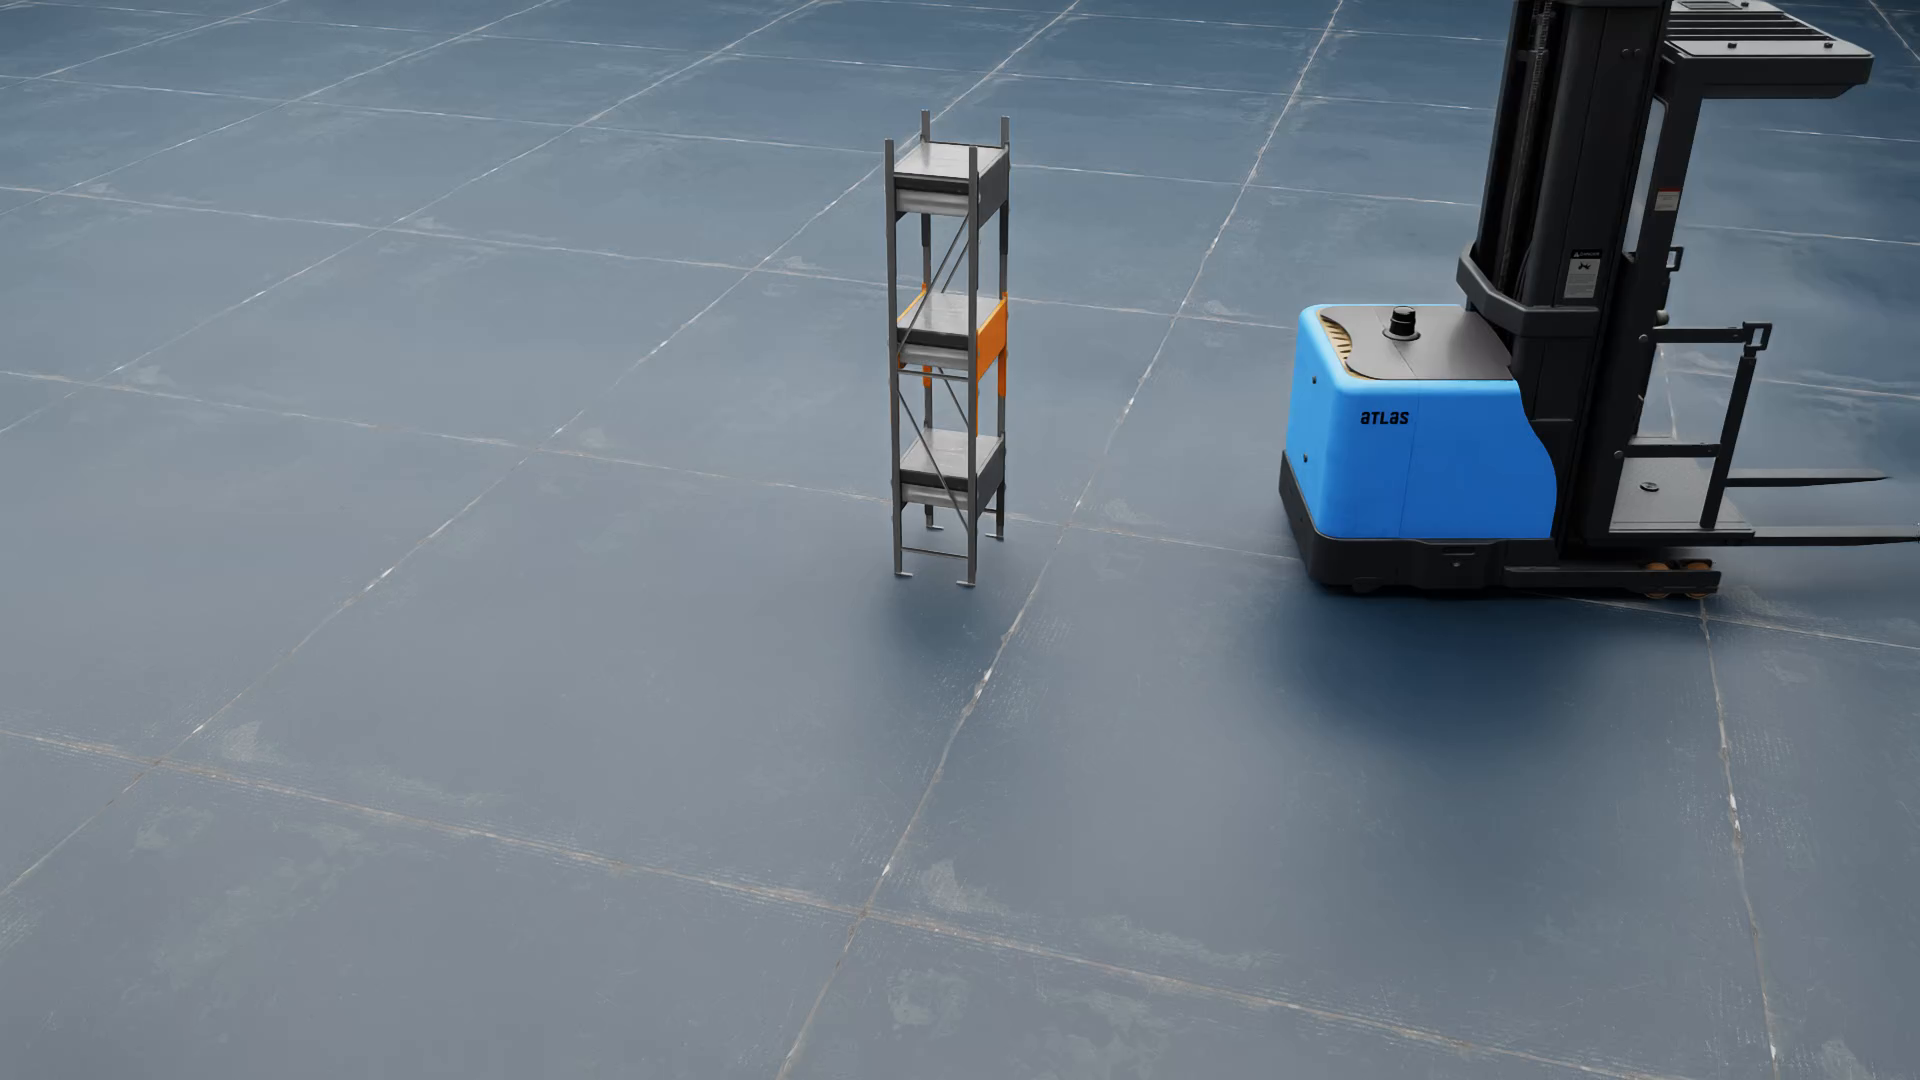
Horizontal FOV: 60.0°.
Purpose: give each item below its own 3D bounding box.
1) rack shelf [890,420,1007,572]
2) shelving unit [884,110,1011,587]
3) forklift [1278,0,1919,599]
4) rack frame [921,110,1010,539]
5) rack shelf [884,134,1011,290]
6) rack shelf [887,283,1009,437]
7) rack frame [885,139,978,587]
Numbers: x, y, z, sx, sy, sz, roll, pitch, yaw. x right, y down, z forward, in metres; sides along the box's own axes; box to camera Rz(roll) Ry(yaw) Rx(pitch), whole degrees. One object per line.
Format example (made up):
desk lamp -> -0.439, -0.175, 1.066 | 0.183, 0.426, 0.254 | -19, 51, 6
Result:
rack shelf -> -0.049, -0.217, 7.948 | 0.431, 0.518, 0.480 | 8, 30, 15
shelving unit -> -0.049, -0.841, 7.601 | 0.431, 2.100, 0.503 | 8, 30, 15
forklift -> 3.155, -1.266, 7.511 | 3.031, 2.935, 1.130 | 0, 29, 0
rack frame -> 0.023, -0.954, 7.805 | 0.400, 2.100, 0.015 | 8, 30, 15
rack shelf -> -0.049, -1.440, 7.268 | 0.431, 0.518, 0.480 | 8, 30, 15
rack shelf -> -0.049, -0.829, 7.608 | 0.431, 0.518, 0.480 | 8, 30, 15
rack frame -> -0.120, -0.727, 7.397 | 0.400, 2.100, 0.015 | 8, 30, 15
